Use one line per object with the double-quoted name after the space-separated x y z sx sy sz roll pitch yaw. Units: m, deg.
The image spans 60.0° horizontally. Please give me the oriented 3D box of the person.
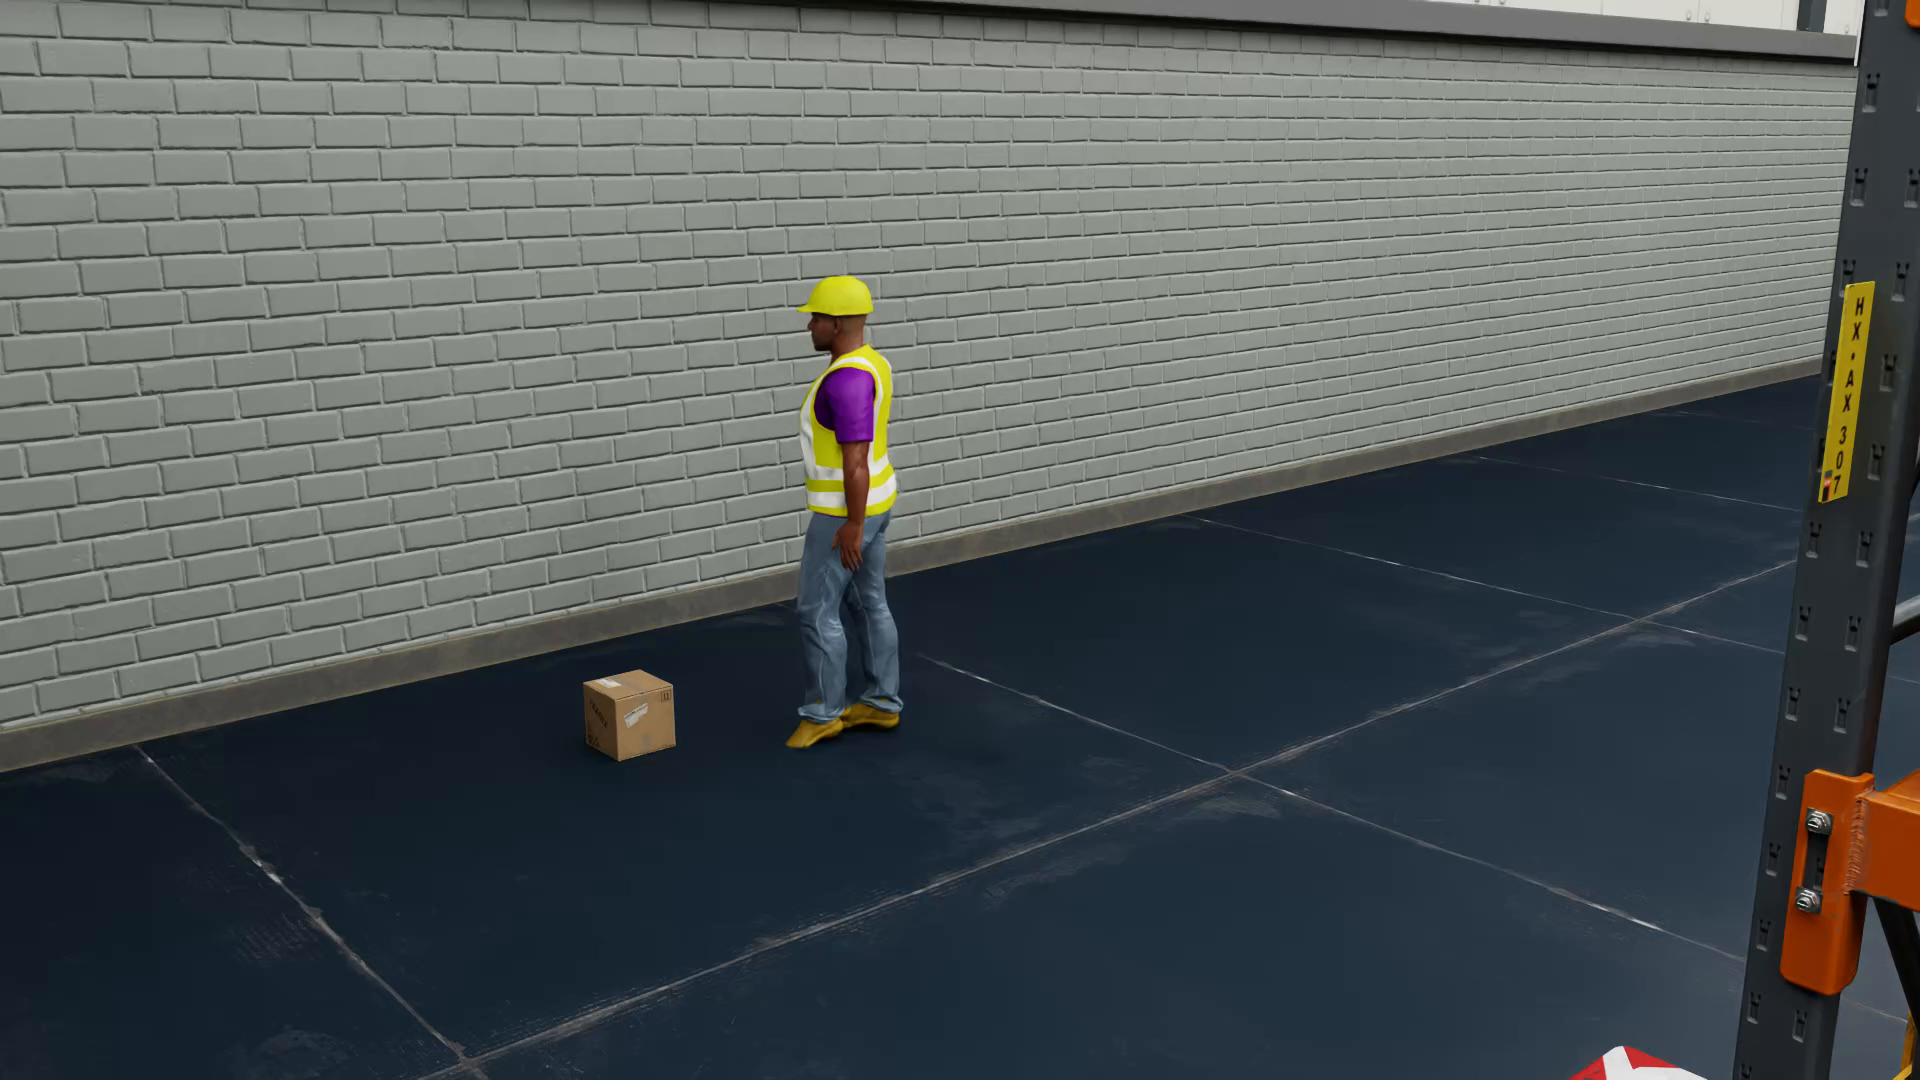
-0.458 -0.081 6.389 0.481 1.848 0.583 2 14 10 "person"
